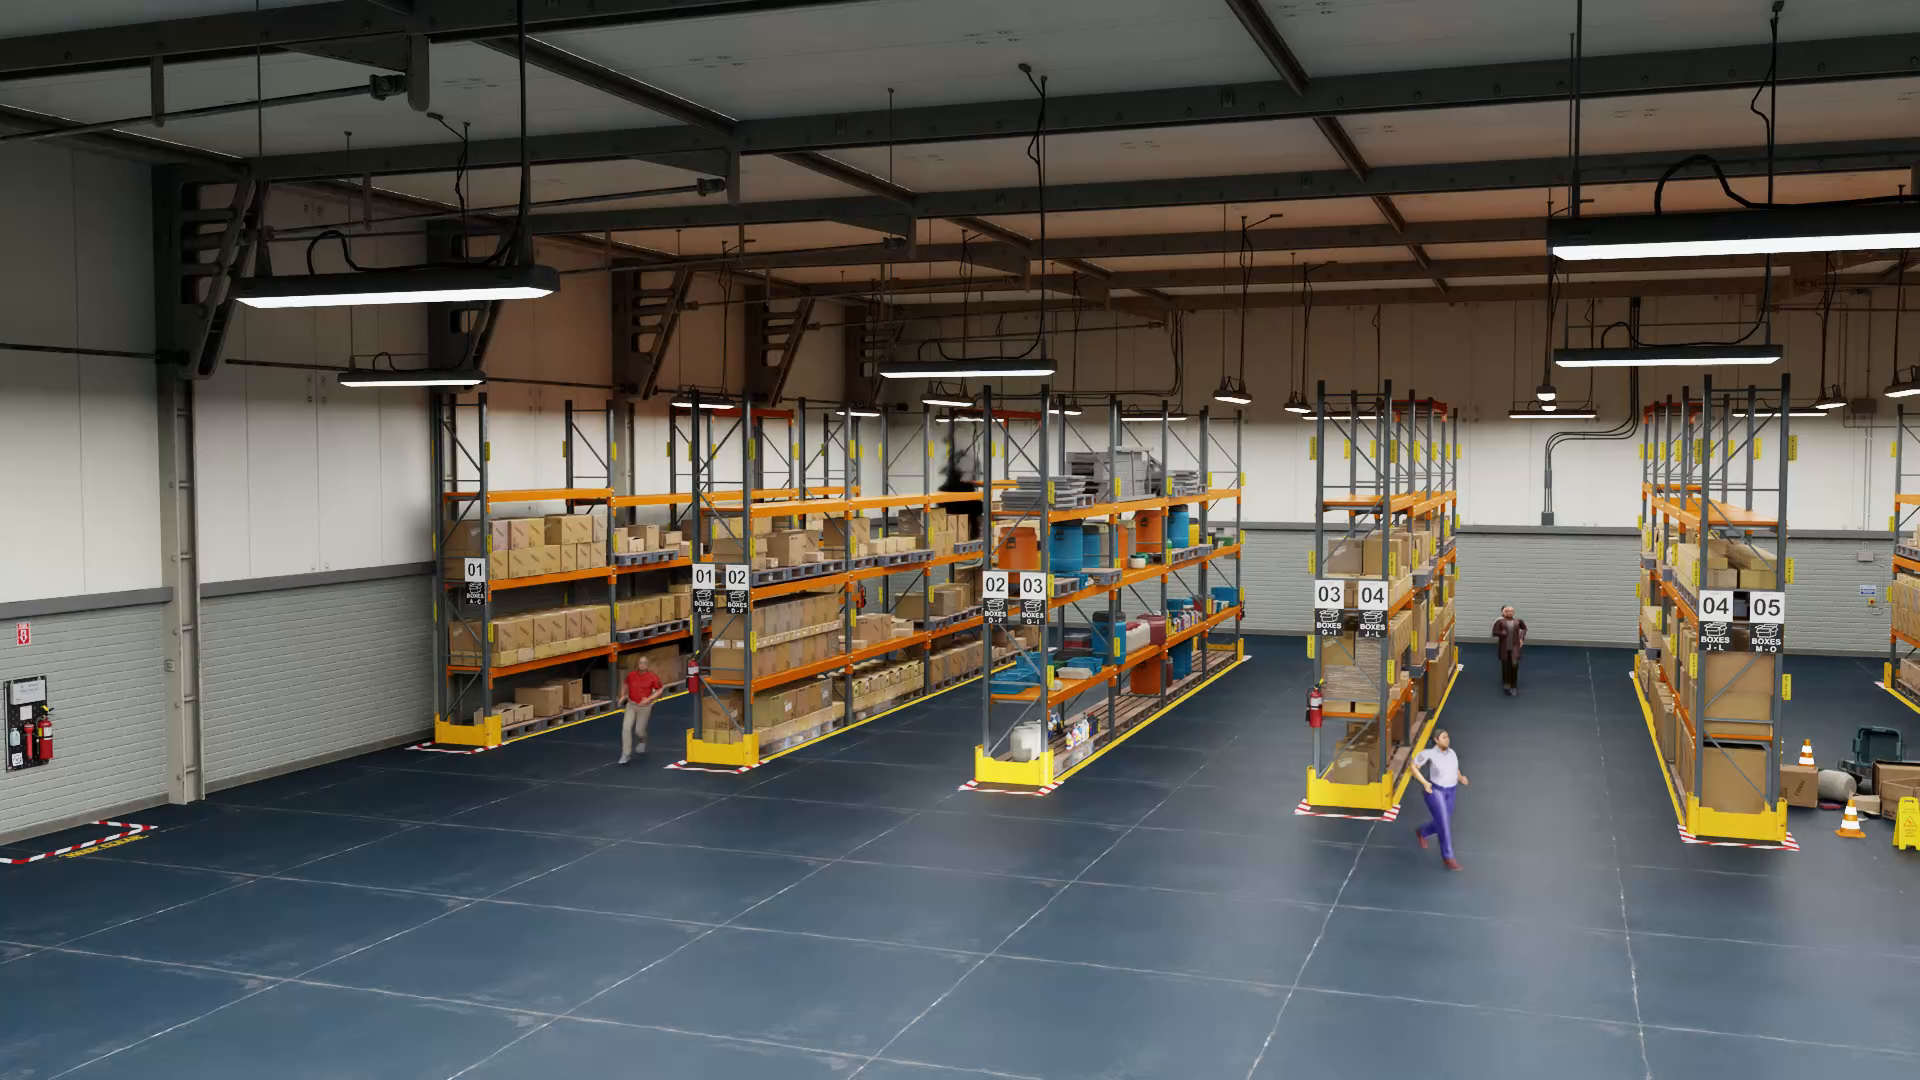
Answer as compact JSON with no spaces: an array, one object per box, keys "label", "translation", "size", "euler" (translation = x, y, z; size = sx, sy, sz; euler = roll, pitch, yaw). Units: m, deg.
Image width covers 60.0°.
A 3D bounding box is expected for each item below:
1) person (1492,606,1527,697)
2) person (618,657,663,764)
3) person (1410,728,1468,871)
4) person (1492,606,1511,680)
[{"label":"person","translation":[11.338,2.279,34.341],"size":[0.692,1.841,0.842],"euler":[1,3,18]},{"label":"person","translation":[-5.163,2.729,26.917],"size":[0.713,1.701,0.872],"euler":[0,3,7]},{"label":"person","translation":[5.825,3.114,20.211],"size":[0.608,1.657,0.881],"euler":[-2,3,-28]},{"label":"person","translation":[11.772,2.271,35.895],"size":[0.550,1.718,0.742],"euler":[1,3,19]}]
